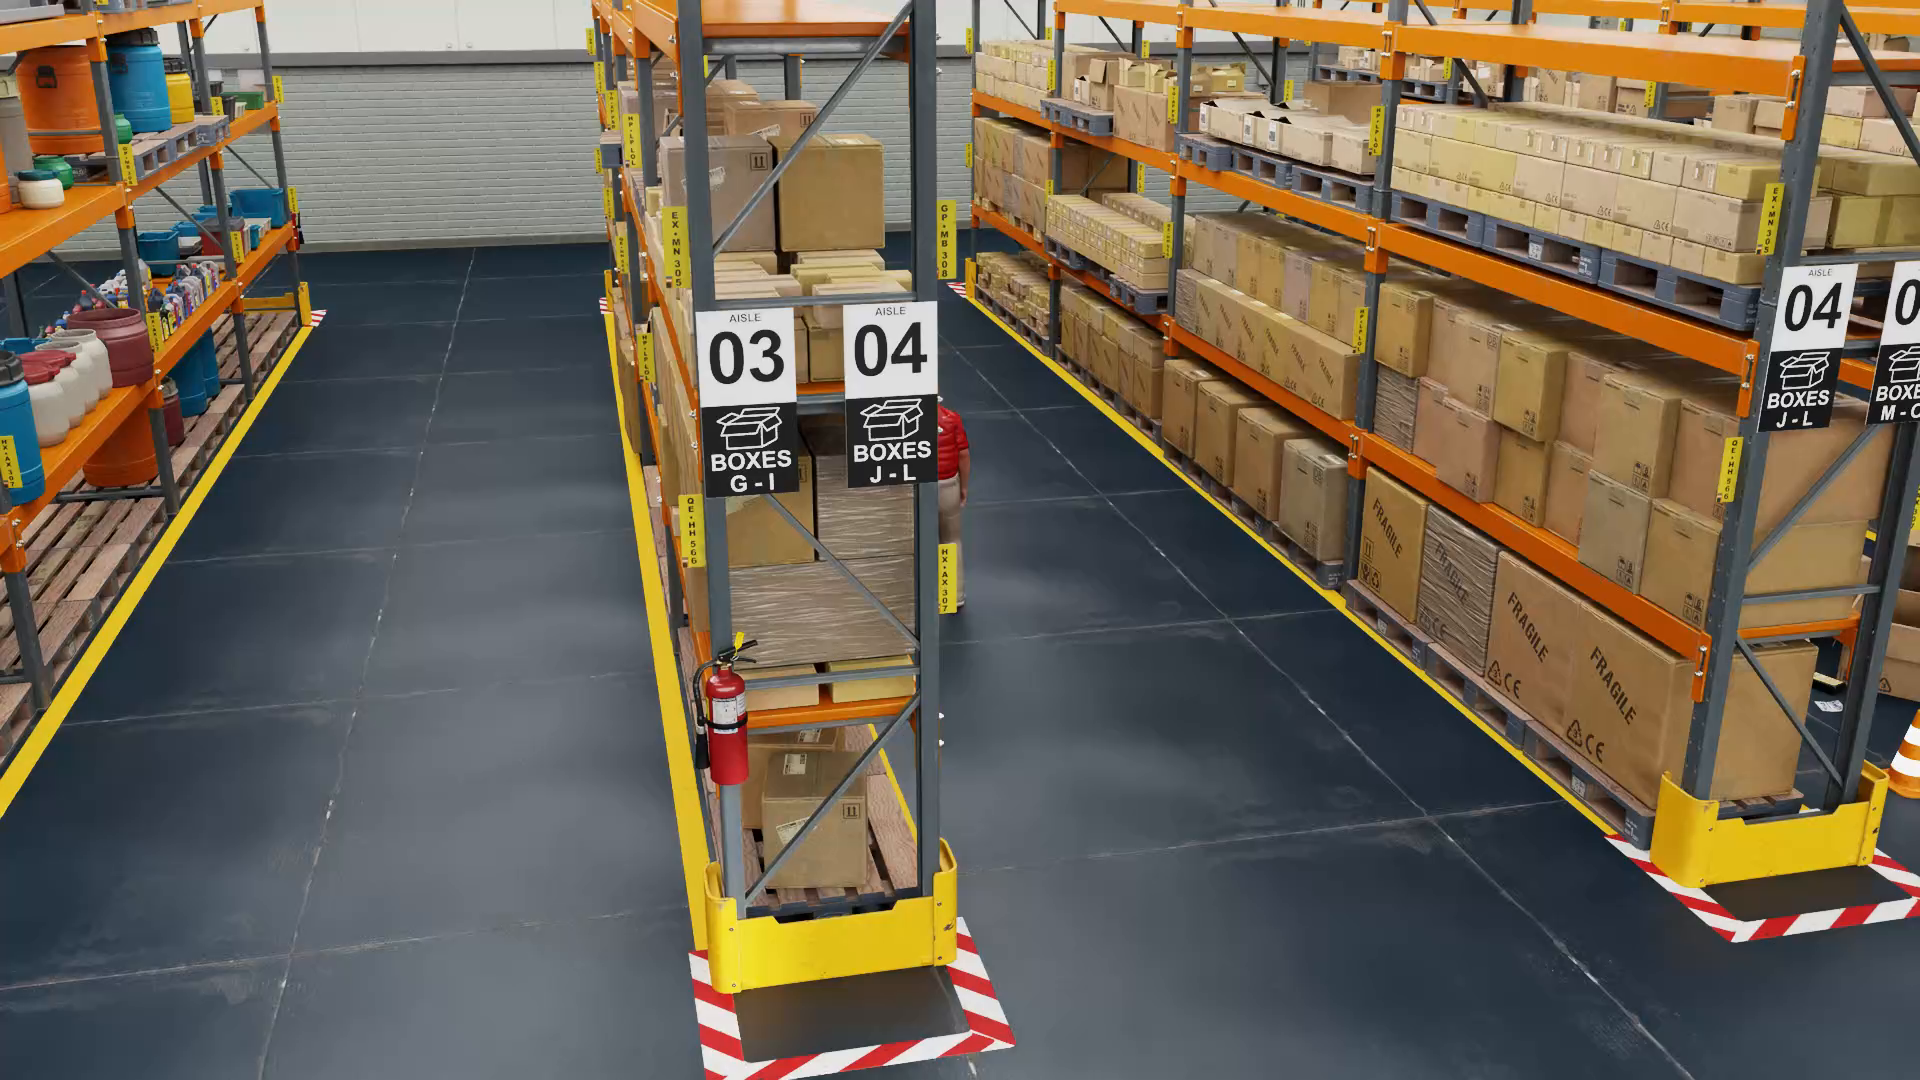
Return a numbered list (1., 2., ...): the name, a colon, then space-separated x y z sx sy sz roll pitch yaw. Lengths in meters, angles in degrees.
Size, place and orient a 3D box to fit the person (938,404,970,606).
1. person: -0.212 -0.335 12.038 0.598 1.725 0.396 -7 21 -19
